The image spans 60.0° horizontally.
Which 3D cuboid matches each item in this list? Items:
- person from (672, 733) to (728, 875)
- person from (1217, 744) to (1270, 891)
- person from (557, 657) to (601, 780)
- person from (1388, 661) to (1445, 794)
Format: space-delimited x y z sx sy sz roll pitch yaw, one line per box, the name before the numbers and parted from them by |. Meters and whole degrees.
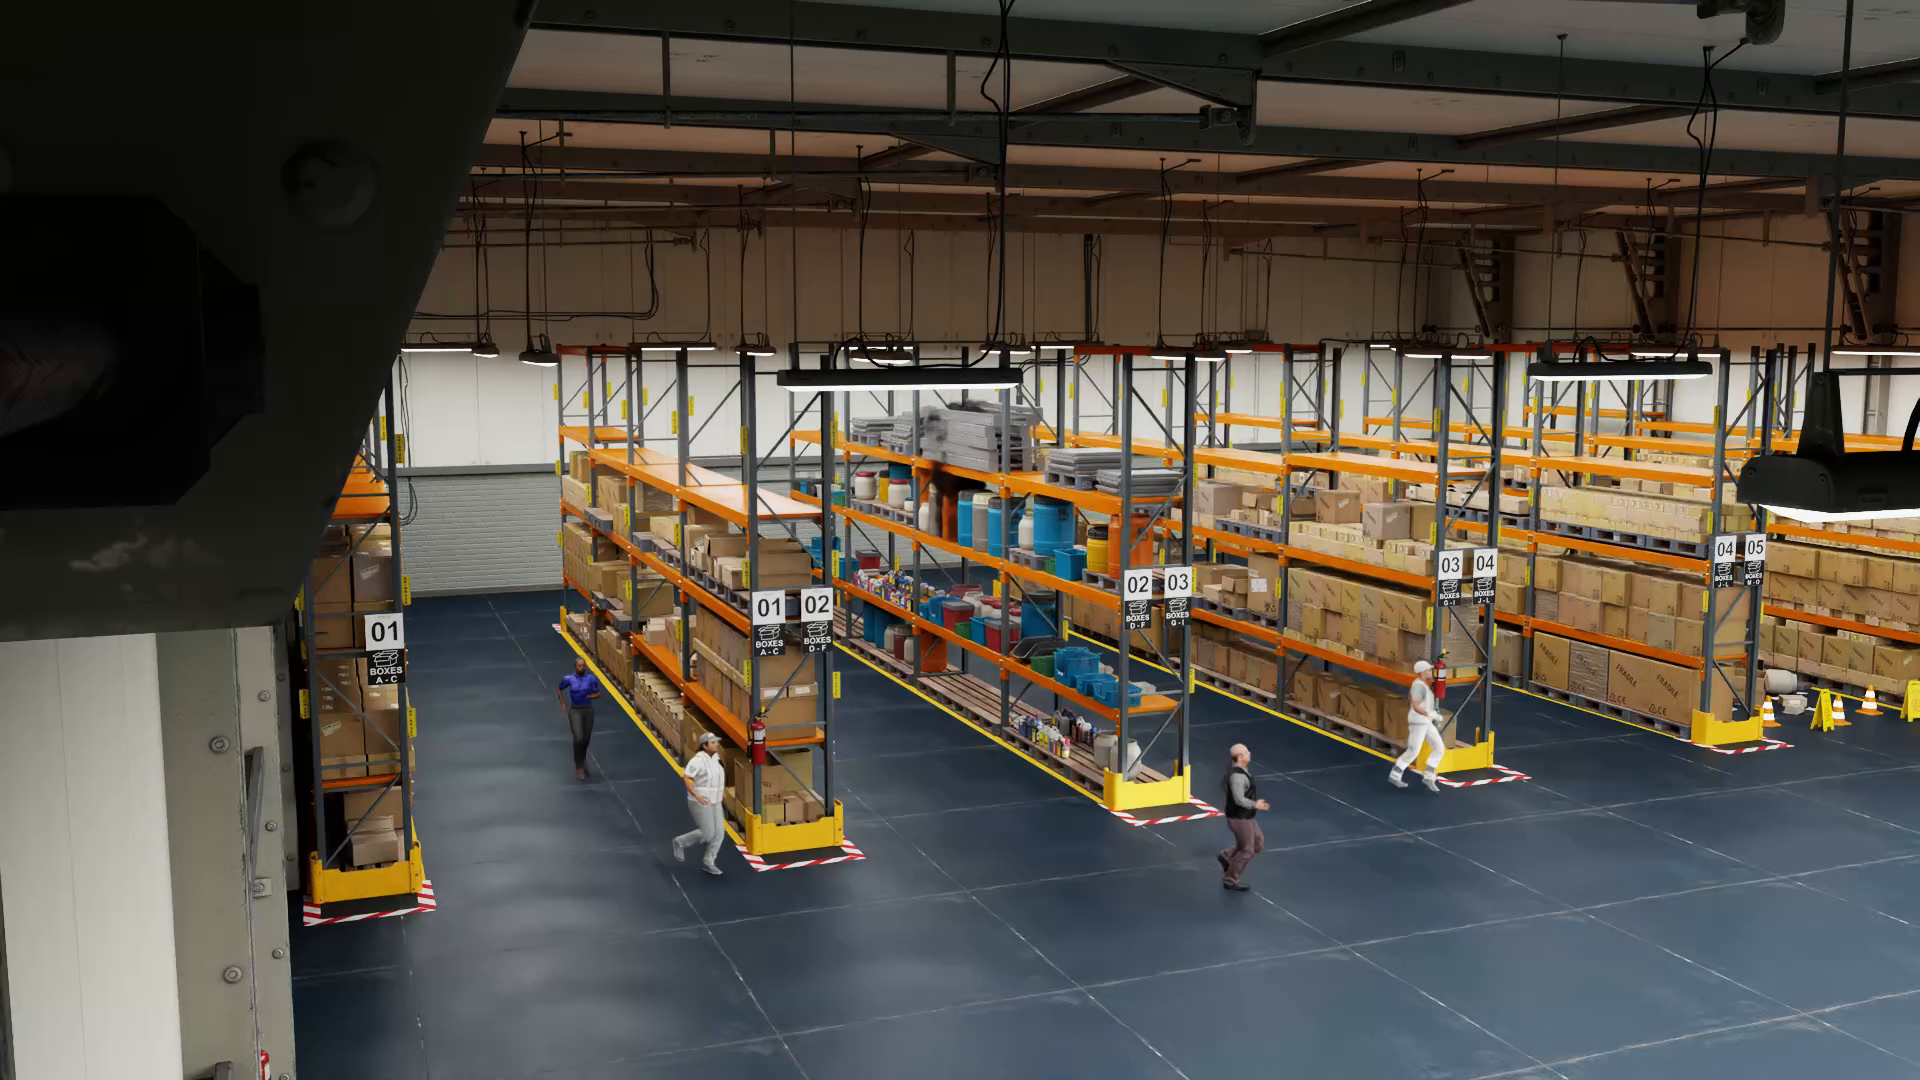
person | -2.978 3.064 19.569 0.666 1.602 0.653 4 8 28
person | 3.217 3.125 18.779 0.542 1.680 0.654 1 7 6
person | -5.404 2.510 23.681 0.549 1.717 0.781 -4 8 -29
person | 6.327 2.480 22.905 0.703 1.652 0.707 4 8 29
